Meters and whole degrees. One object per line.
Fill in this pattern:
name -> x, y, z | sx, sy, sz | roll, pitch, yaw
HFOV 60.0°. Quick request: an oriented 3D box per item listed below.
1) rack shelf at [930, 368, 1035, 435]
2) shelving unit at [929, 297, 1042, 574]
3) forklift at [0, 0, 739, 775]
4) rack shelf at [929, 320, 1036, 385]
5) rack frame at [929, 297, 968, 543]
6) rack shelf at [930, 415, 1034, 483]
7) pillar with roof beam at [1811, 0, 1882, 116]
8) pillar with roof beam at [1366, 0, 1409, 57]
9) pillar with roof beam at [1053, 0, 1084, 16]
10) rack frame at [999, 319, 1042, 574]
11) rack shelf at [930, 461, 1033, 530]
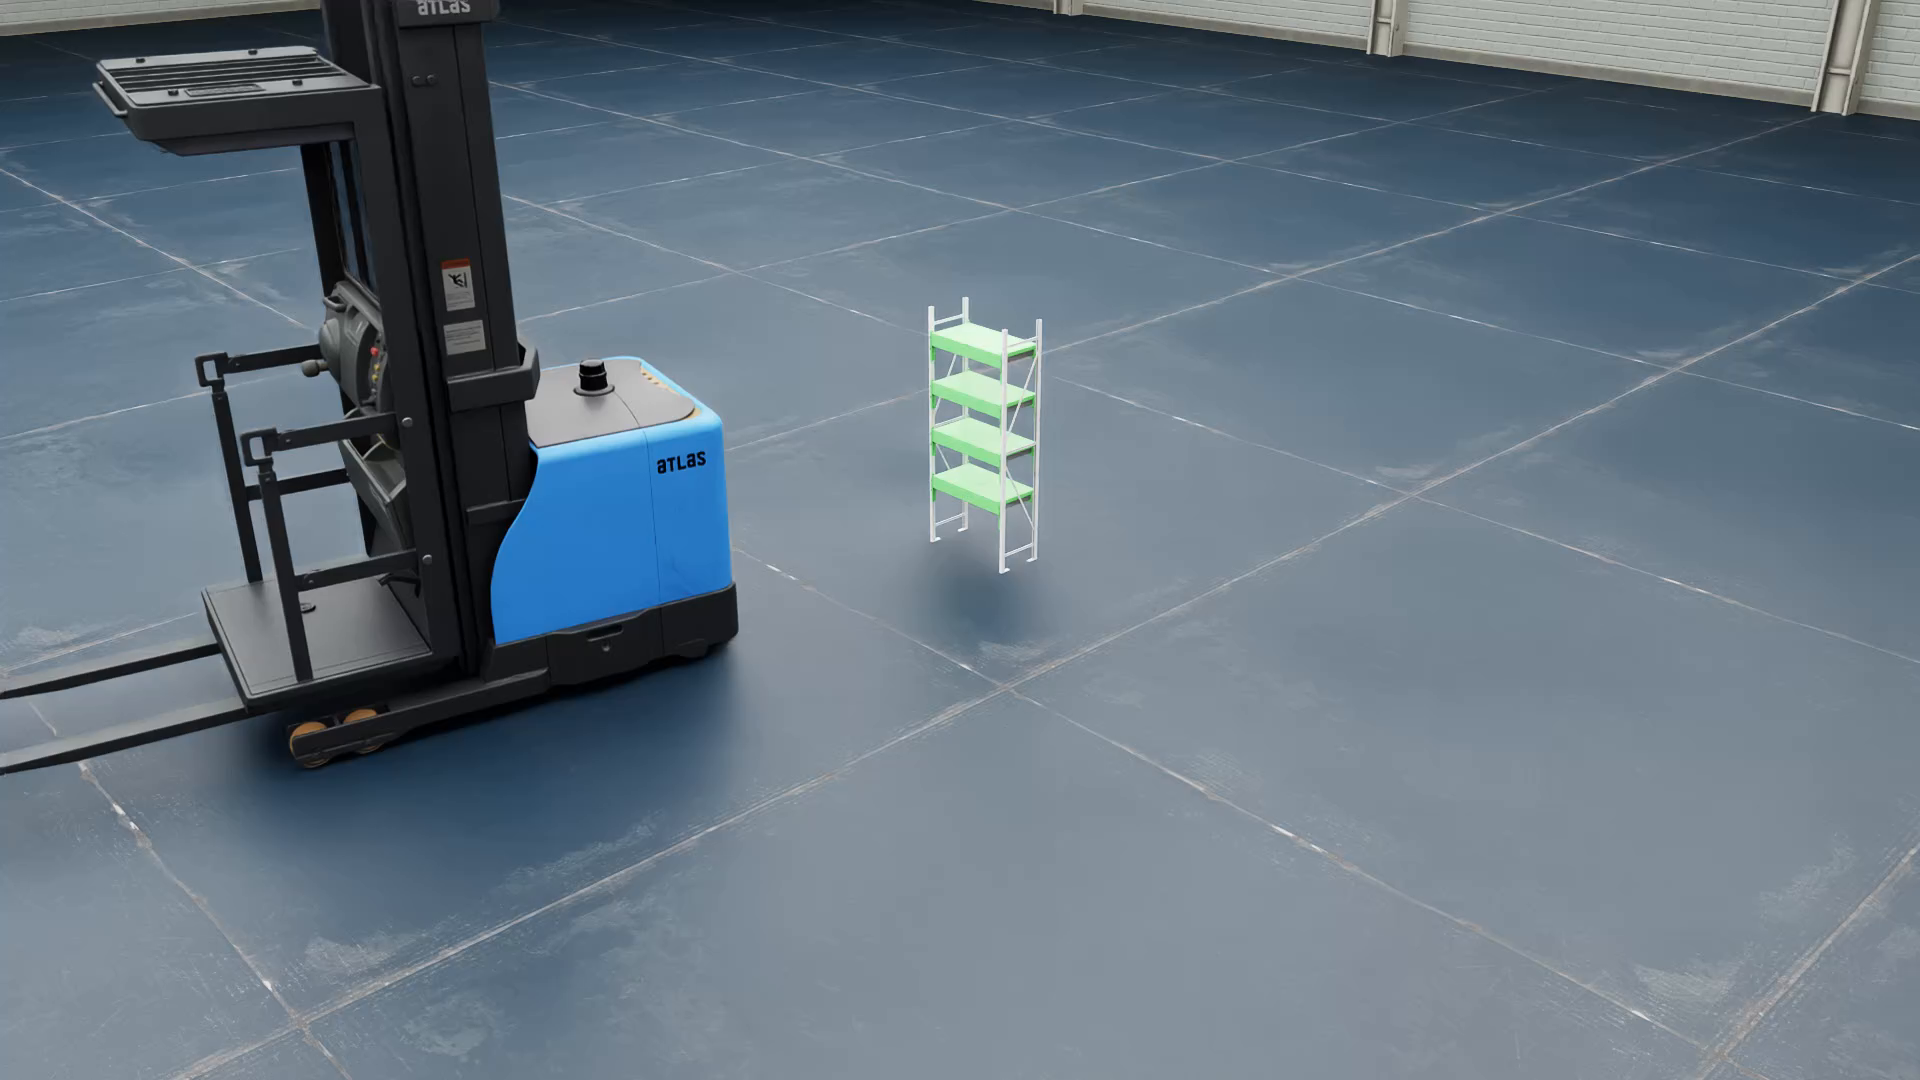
rack shelf -> 0.113, -0.656, 7.818 | 0.258, 0.148, 0.480 | -21, 32, -38
shelving unit -> 0.113, -0.496, 7.891 | 0.258, 1.200, 0.503 | -21, 32, -38
forklift -> -2.488, -0.717, 6.291 | 3.031, 2.935, 1.130 | -14, 28, -28
rack shelf -> 0.113, -0.874, 7.718 | 0.258, 0.148, 0.480 | -21, 32, -38
rack frame -> -0.054, -0.570, 8.053 | 0.240, 1.200, 0.015 | -21, 32, -38
rack shelf -> 0.113, -0.438, 7.918 | 0.258, 0.148, 0.480 | -21, 32, -38
pillar with roof beam -> 6.818, -7.757, 14.412 | 9.100, 9.000, 0.400 | -21, 32, -38
pillar with roof beam -> 2.717, -9.575, 18.396 | 9.100, 9.000, 0.400 | -21, 32, -38
pillar with roof beam -> -1.384, -11.393, 22.381 | 9.100, 9.000, 0.400 | -21, 32, -38
rack frame -> 0.280, -0.422, 7.729 | 0.240, 1.200, 0.015 | -21, 32, -38
rack shelf -> 0.113, -0.219, 8.017 | 0.258, 0.148, 0.480 | -21, 32, -38
